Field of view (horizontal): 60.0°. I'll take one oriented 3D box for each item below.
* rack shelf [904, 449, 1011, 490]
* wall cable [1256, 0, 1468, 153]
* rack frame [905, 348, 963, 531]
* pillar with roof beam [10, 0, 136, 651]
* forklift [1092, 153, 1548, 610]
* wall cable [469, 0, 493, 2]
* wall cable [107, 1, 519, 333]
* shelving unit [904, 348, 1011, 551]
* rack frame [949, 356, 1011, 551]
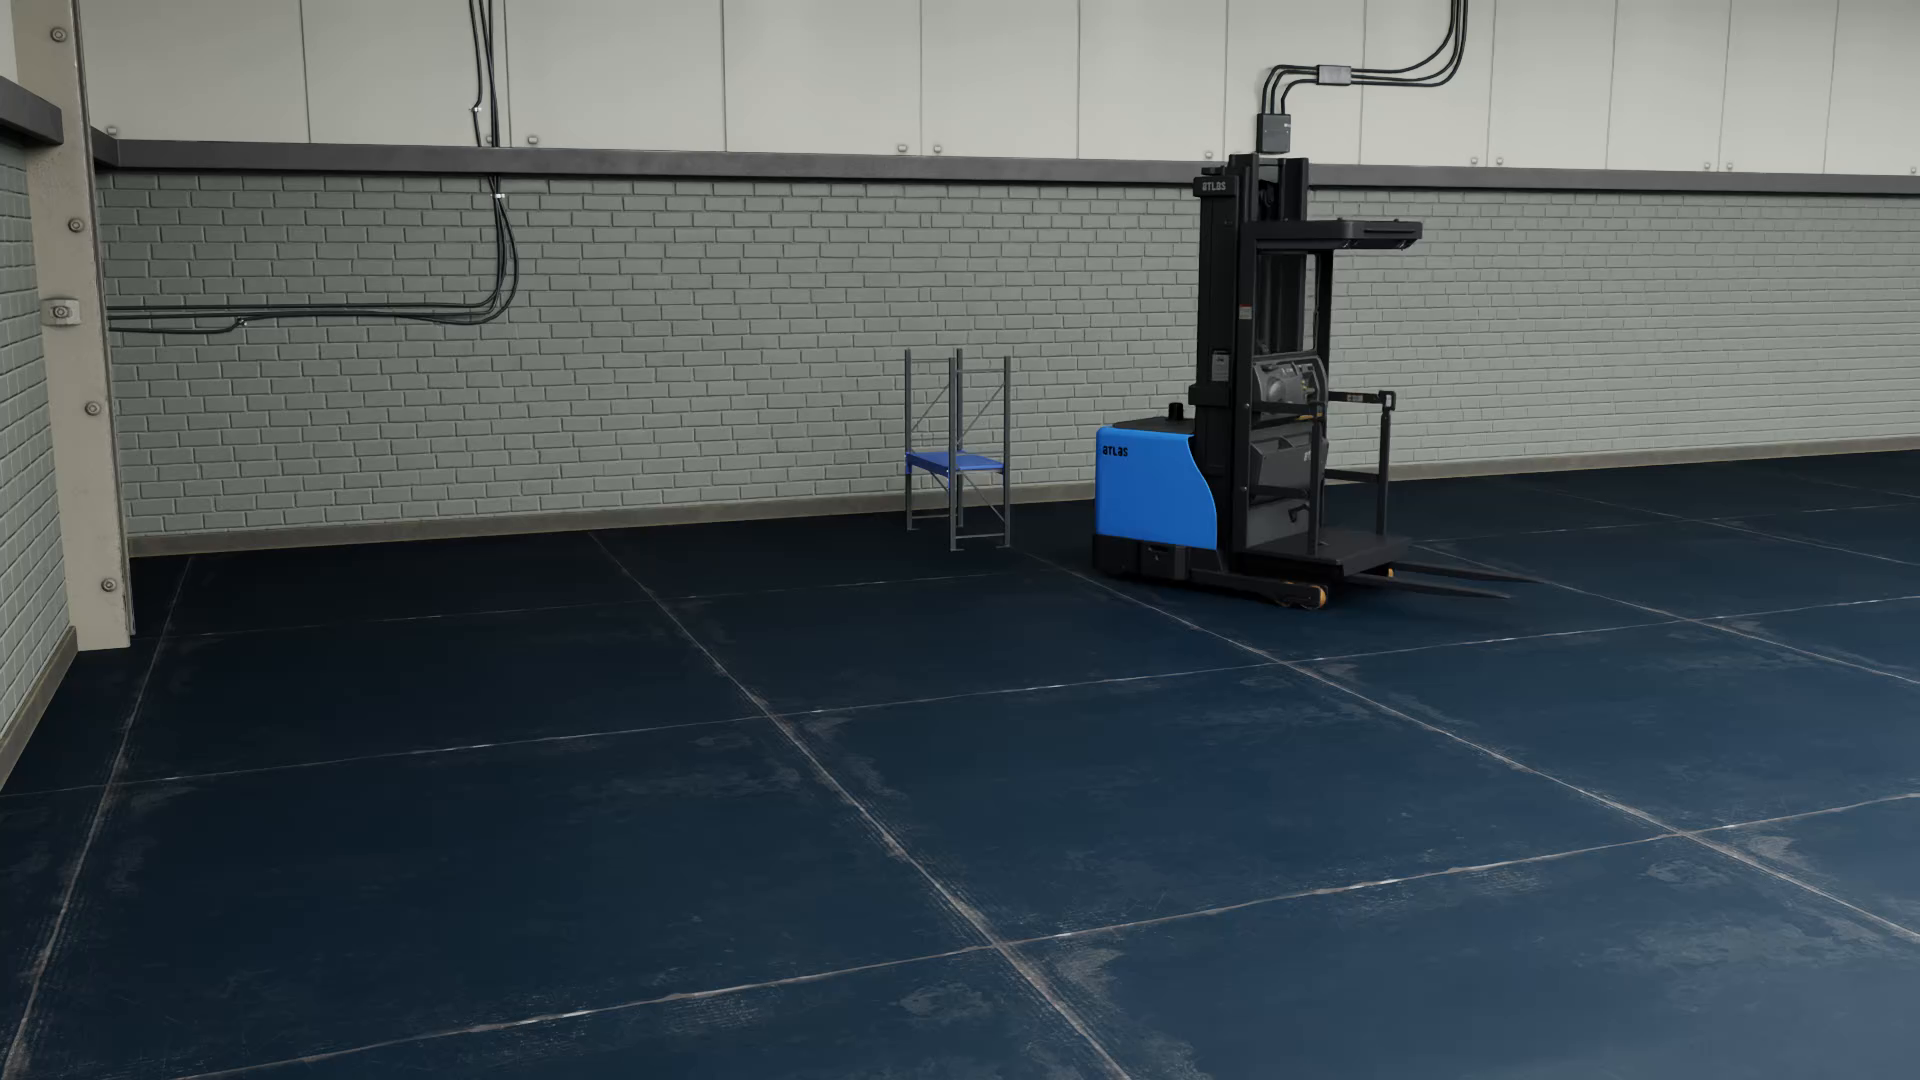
[{"bbox_3d":[-0.031,-0.575,13.399,0.538,0.185,1.000,-4,11,-21],"label":"rack shelf"},{"bbox_3d":[3.880,-6.658,15.443,2.305,6.003,0.169,-4,11,-21],"label":"wall cable"},{"bbox_3d":[-0.215,-0.835,13.834,0.500,1.500,0.032,-4,11,-21],"label":"rack frame"},{"bbox_3d":[-1.126,-4.092,10.729,9.100,9.000,0.400,-4,11,-21],"label":"pillar with roof beam"},{"bbox_3d":[2.406,-1.088,11.166,3.031,2.935,1.130,8,13,39],"label":"forklift"},{"bbox_3d":[-2.452,-5.513,13.163,3.097,2.526,0.112,-4,11,-21],"label":"wall cable"},{"bbox_3d":[-4.973,-2.855,12.641,3.097,2.526,0.112,-4,11,-21],"label":"wall cable"},{"bbox_3d":[-0.031,-0.752,13.367,0.538,1.500,1.048,-4,11,-21],"label":"shelving unit"},{"bbox_3d":[0.153,-0.669,12.901,0.500,1.500,0.032,-4,11,-21],"label":"rack frame"}]
